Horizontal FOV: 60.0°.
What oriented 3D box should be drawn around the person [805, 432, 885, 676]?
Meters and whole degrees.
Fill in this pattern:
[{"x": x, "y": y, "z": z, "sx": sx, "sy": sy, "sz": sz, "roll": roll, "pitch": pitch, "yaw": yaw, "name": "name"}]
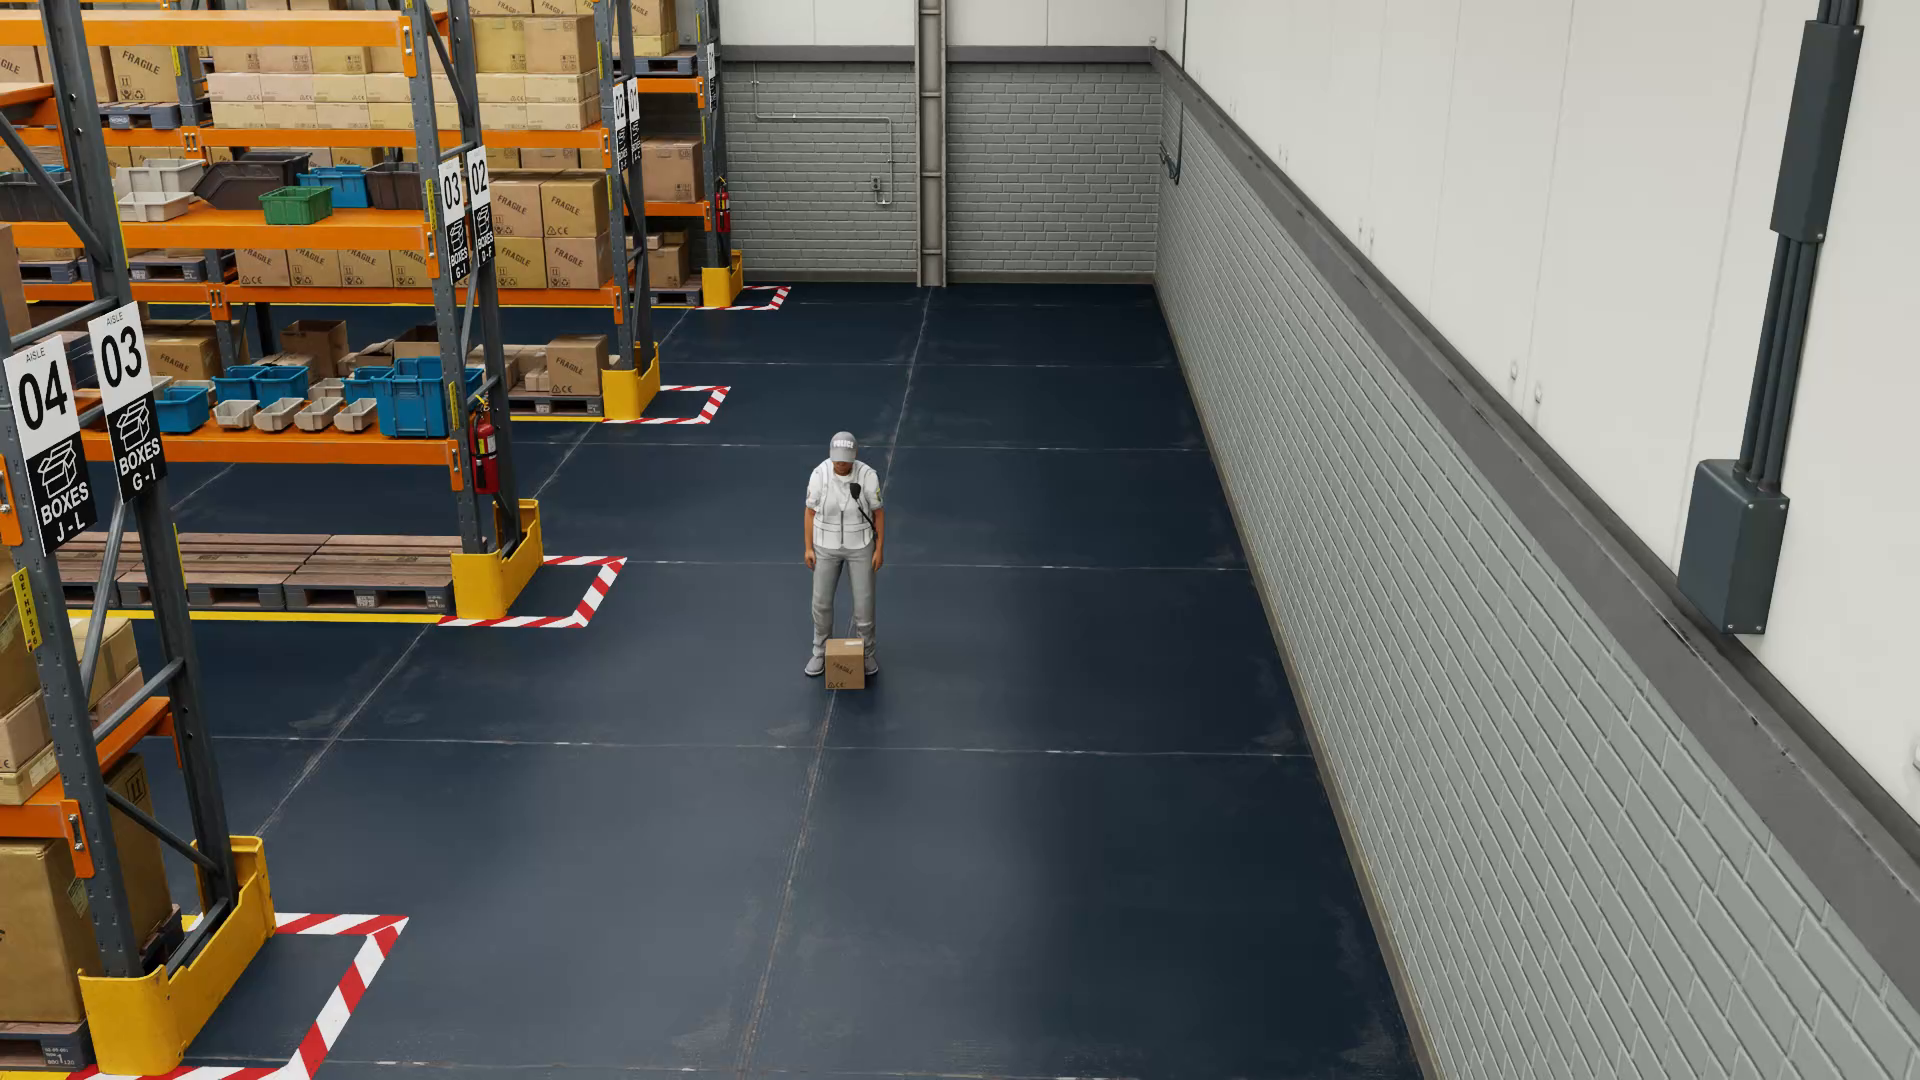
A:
[{"x": -0.762, "y": 0.074, "z": 10.878, "sx": 0.537, "sy": 1.665, "sz": 0.469, "roll": 1, "pitch": 21, "yaw": 2, "name": "person"}]
